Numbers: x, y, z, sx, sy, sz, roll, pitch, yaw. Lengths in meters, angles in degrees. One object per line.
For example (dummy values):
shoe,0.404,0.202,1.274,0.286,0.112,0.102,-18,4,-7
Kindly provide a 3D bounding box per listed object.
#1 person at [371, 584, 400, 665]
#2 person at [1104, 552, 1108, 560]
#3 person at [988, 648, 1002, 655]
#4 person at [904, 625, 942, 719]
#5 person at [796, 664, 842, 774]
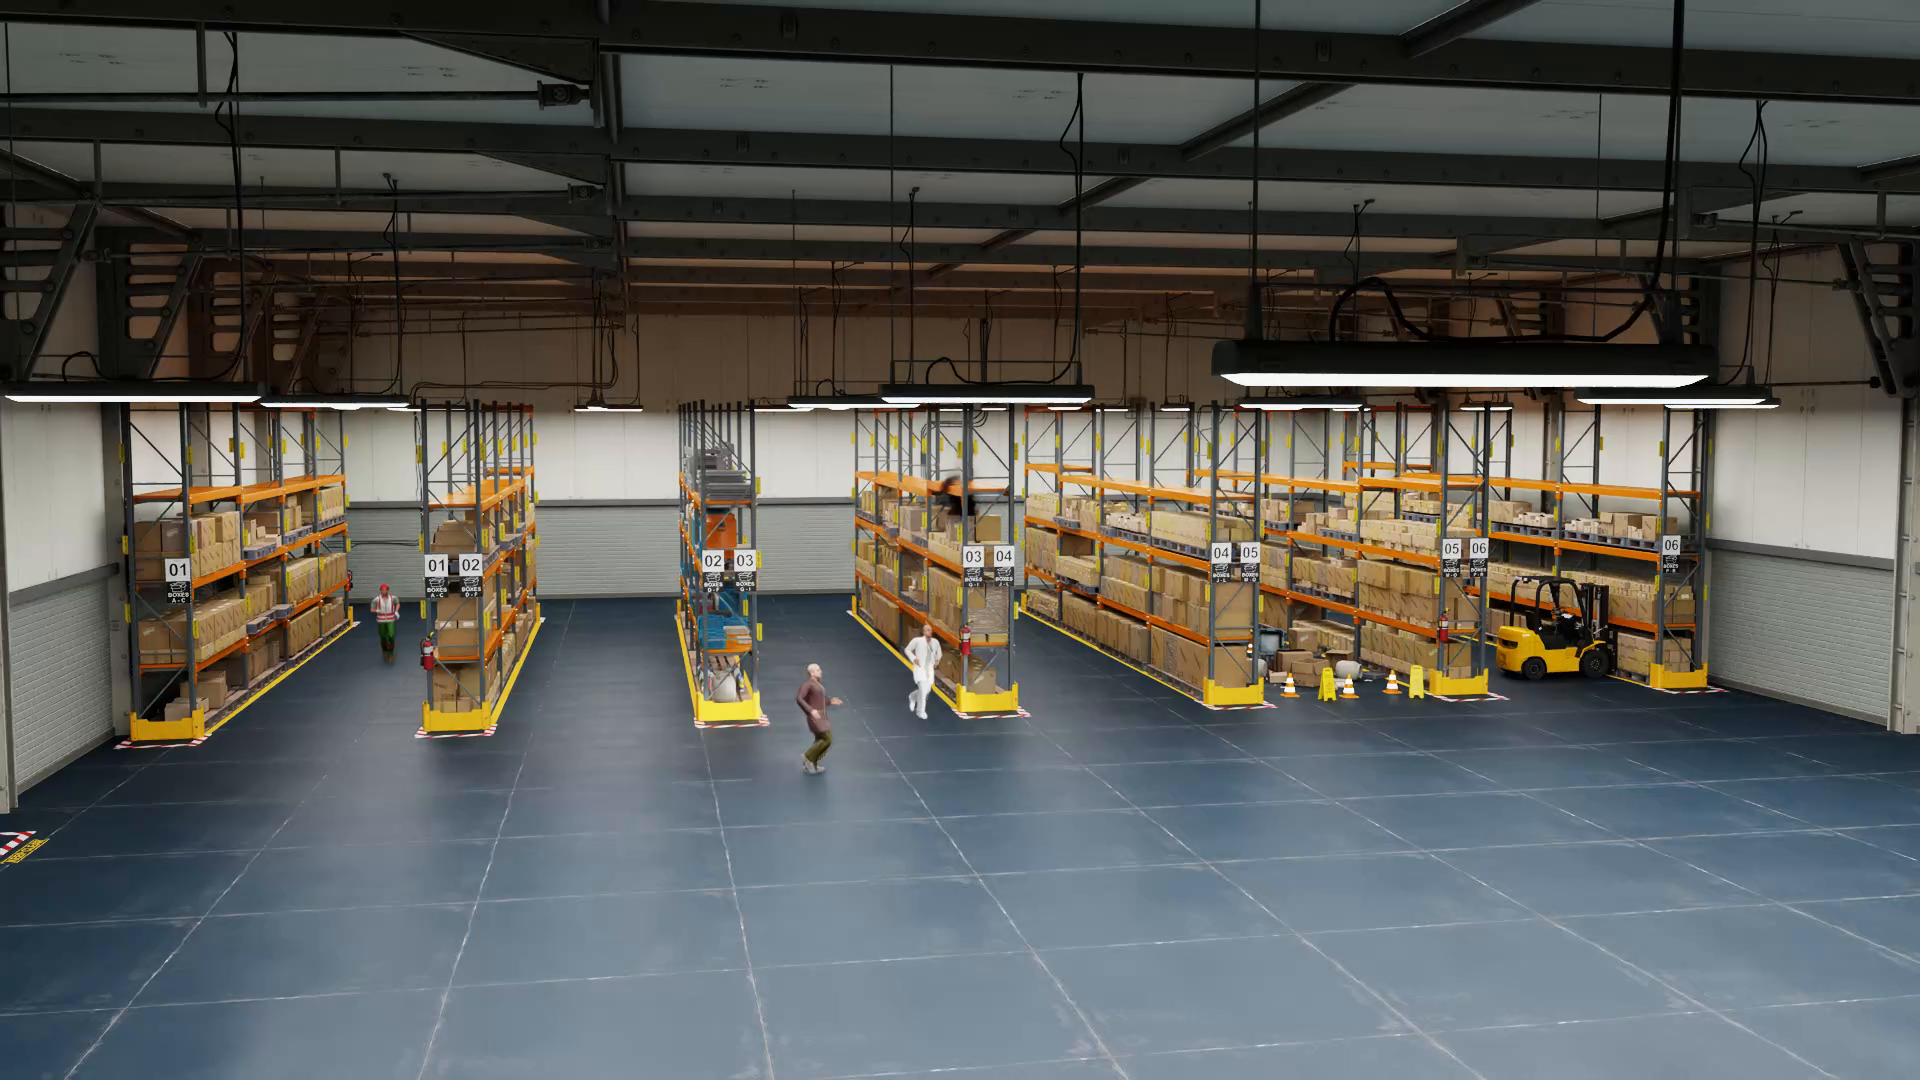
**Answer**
person,-13.289,1.917,38.465,0.642,1.833,0.893,-1,5,-19
person,4.569,1.145,50.343,1.000,1.587,0.541,-1,4,-15
person,0.855,1.917,39.811,0.610,1.686,0.706,-1,4,-7
person,-0.693,2.486,31.706,0.754,1.754,0.810,-2,5,-27
person,-2.221,2.846,26.490,0.642,1.745,0.695,1,4,10
